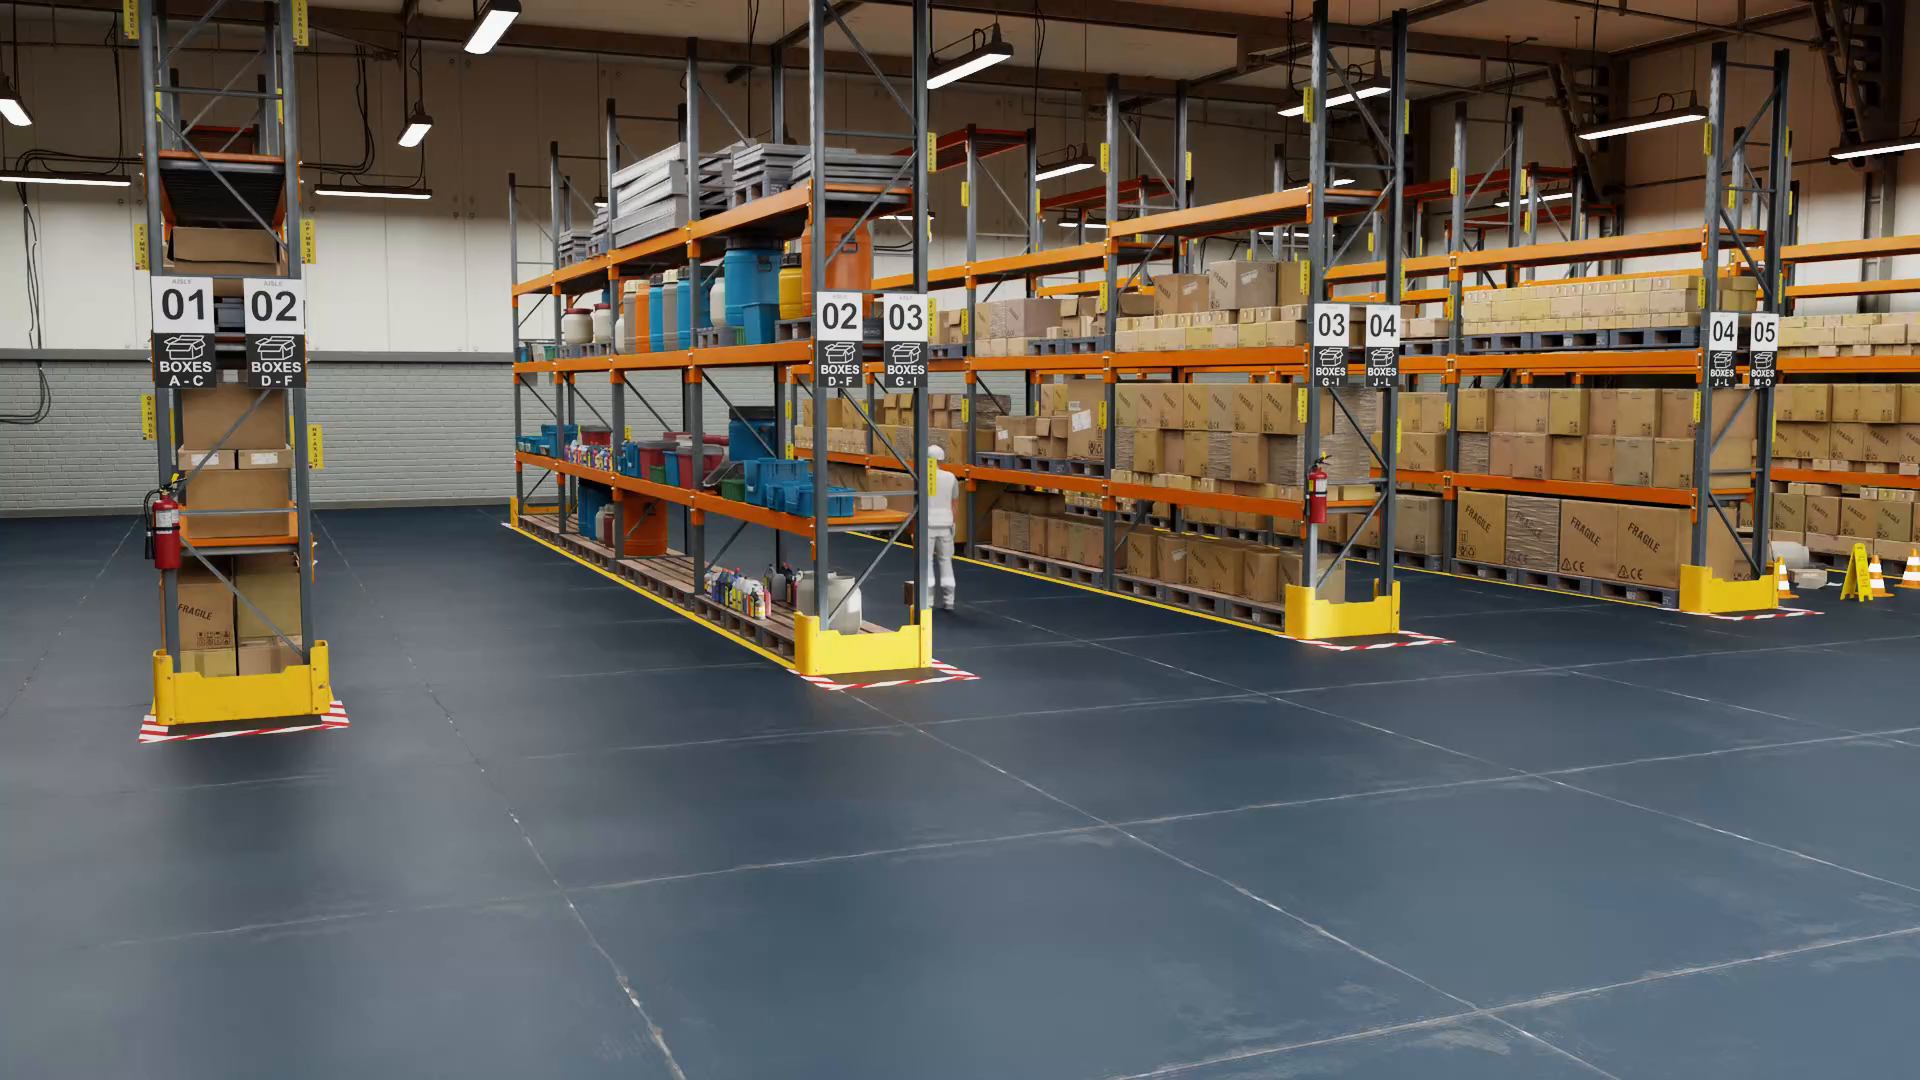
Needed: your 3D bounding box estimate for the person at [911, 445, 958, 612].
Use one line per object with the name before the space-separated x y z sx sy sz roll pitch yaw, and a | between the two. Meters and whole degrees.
person | -0.282 -0.118 17.967 0.523 1.813 0.332 -2 6 -22
